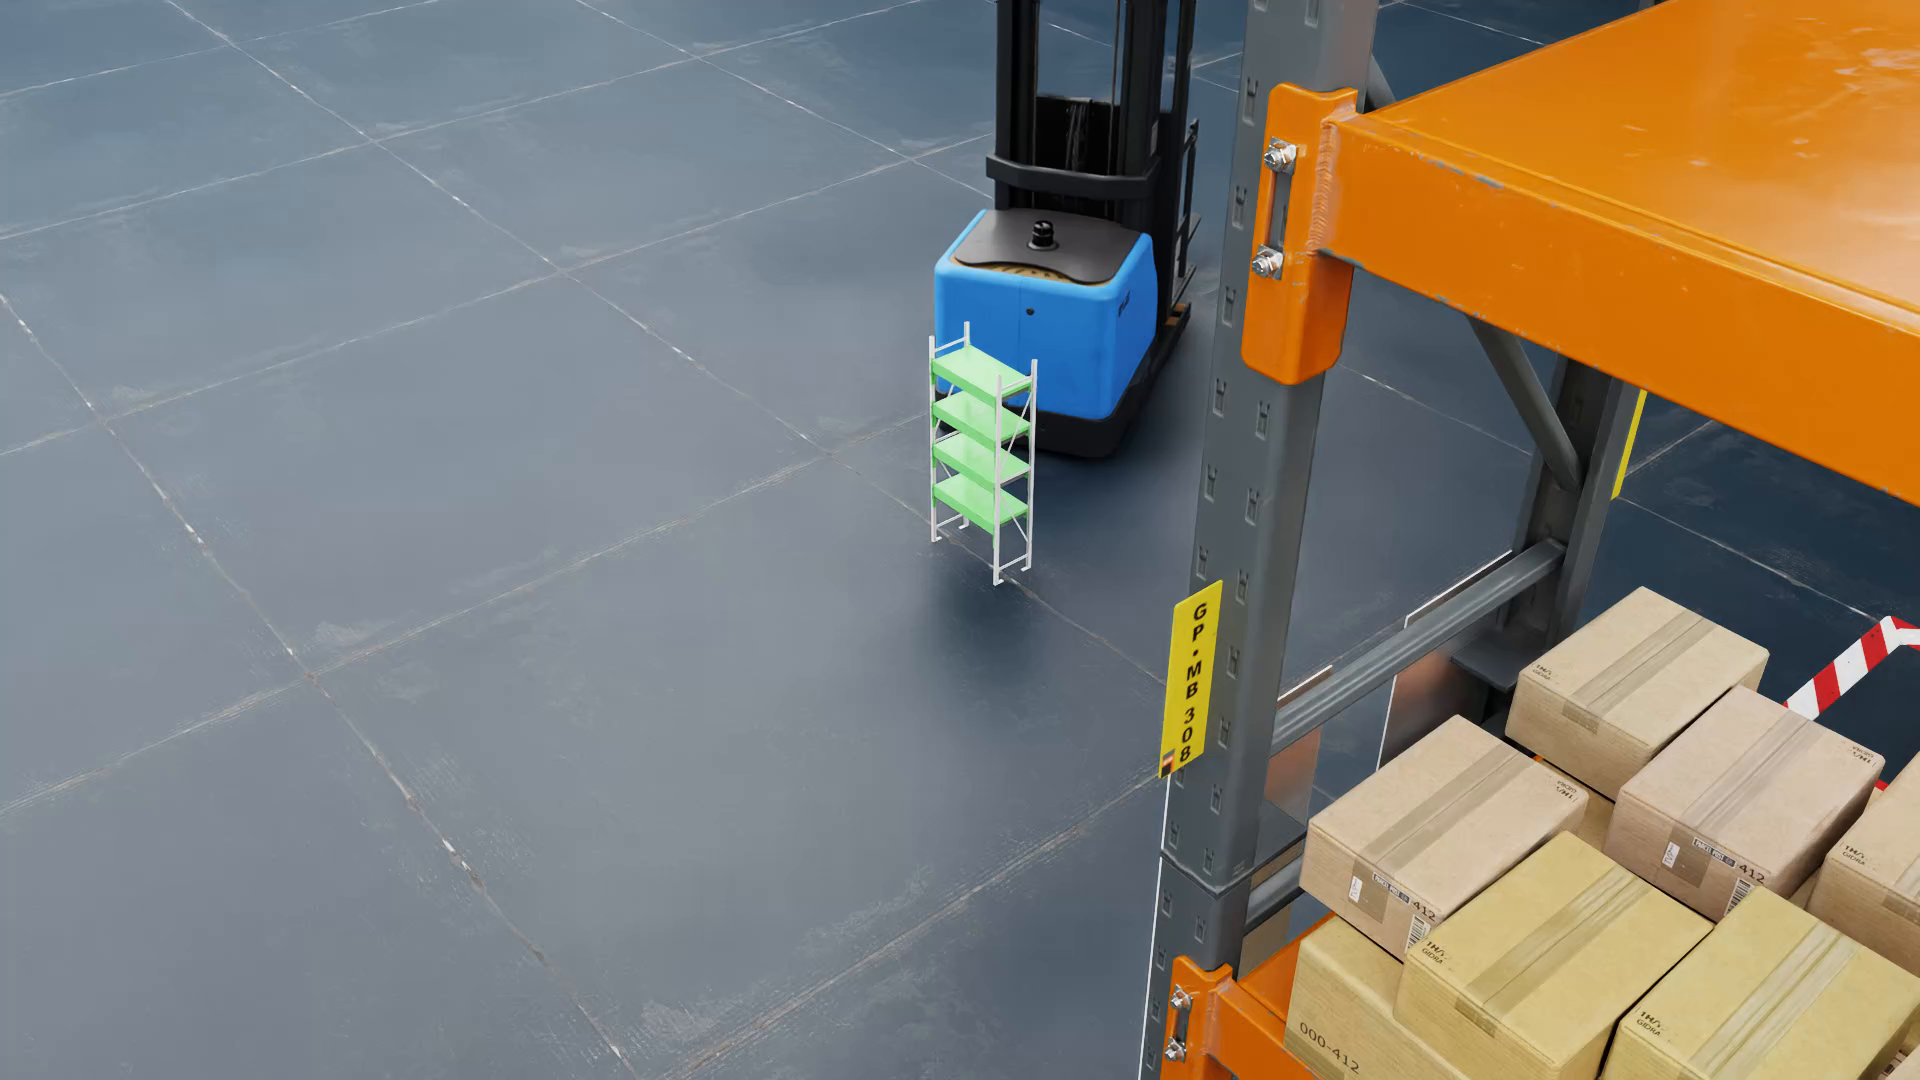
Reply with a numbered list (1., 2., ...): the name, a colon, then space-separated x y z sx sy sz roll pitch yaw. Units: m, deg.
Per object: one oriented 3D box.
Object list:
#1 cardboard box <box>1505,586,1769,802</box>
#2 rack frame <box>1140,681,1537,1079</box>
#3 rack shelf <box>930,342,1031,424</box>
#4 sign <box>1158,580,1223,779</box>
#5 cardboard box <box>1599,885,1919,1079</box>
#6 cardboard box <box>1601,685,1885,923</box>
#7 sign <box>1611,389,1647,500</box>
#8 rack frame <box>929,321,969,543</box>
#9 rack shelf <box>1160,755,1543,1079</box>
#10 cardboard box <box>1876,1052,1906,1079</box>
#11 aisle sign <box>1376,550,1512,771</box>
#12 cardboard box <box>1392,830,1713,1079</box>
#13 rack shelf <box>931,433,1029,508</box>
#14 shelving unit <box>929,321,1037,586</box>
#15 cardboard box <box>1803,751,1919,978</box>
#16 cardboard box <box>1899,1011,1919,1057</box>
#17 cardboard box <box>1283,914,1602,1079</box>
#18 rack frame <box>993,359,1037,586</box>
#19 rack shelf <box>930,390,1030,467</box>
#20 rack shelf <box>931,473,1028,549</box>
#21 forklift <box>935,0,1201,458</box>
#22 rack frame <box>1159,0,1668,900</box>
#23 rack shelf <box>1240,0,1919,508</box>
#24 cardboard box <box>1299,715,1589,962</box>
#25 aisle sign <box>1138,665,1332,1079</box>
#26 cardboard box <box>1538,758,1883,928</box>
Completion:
1. cardboard box: 1.168 0.265 2.872 0.380 0.149 0.250 -26 43 -32
2. rack frame: 0.750 1.584 3.819 1.000 3.000 0.127 -26 43 -32
3. rack shelf: 0.107 -0.756 7.961 0.258 0.148 0.480 -26 43 -32
4. sign: 0.336 0.206 2.414 0.100 0.325 0.005 -26 43 -32
5. cardboard box: 1.102 0.682 2.282 0.380 0.149 0.250 -27 43 -33
6. cardboard box: 1.246 0.423 2.648 0.380 0.149 0.250 -28 44 -33
7. sign: 1.187 -0.200 2.976 0.100 0.325 0.005 -26 43 -32
8. rack frame: -0.051 -0.524 8.353 0.240 1.200 0.015 -26 43 -32
9. rack shelf: 2.041 1.537 1.913 1.077 0.370 4.000 -26 43 -32
10. cardboard box: 1.201 0.956 2.241 0.500 0.250 0.500 -27 43 -33
11. aisle sign: 0.939 0.384 3.264 0.394 0.787 0.004 -26 43 -32
12. cardboard box: 0.845 0.617 2.374 0.380 0.149 0.250 -25 42 -31
13. rack shelf: 0.107 -0.364 8.238 0.258 0.148 0.480 -26 43 -32
14. shelving unit: 0.107 -0.417 8.201 0.258 1.200 0.503 -26 43 -32
15. cardboard box: 1.506 0.503 2.535 0.380 0.149 0.250 -28 44 -34
16. cardboard box: 1.580 0.759 2.519 0.500 0.250 0.500 -26 43 -32
17. cardboard box: 0.864 0.730 2.559 0.500 0.250 0.500 -25 42 -30
18. rack frame: 0.264 -0.309 8.049 0.240 1.200 0.015 -26 43 -32
19. rack shelf: 0.107 -0.560 8.099 0.258 0.148 0.480 -26 43 -32
20. rack shelf: 0.107 -0.169 8.377 0.258 0.148 0.480 -26 43 -32
21. forklift: 0.824 -2.497 9.641 1.130 2.935 3.031 12 37 16
22. rack frame: 0.750 -0.864 2.085 1.000 3.000 0.127 -26 43 -32
23. rack shelf: 2.041 0.314 1.047 1.077 0.370 4.000 -26 43 -32
24. cardboard box: 0.751 0.466 2.587 0.380 0.149 0.250 -26 43 -32
25. aisle sign: 0.481 0.608 2.948 0.394 0.787 0.004 -26 43 -32
26. cardboard box: 1.255 0.539 2.829 0.500 0.250 0.500 -25 42 -31
